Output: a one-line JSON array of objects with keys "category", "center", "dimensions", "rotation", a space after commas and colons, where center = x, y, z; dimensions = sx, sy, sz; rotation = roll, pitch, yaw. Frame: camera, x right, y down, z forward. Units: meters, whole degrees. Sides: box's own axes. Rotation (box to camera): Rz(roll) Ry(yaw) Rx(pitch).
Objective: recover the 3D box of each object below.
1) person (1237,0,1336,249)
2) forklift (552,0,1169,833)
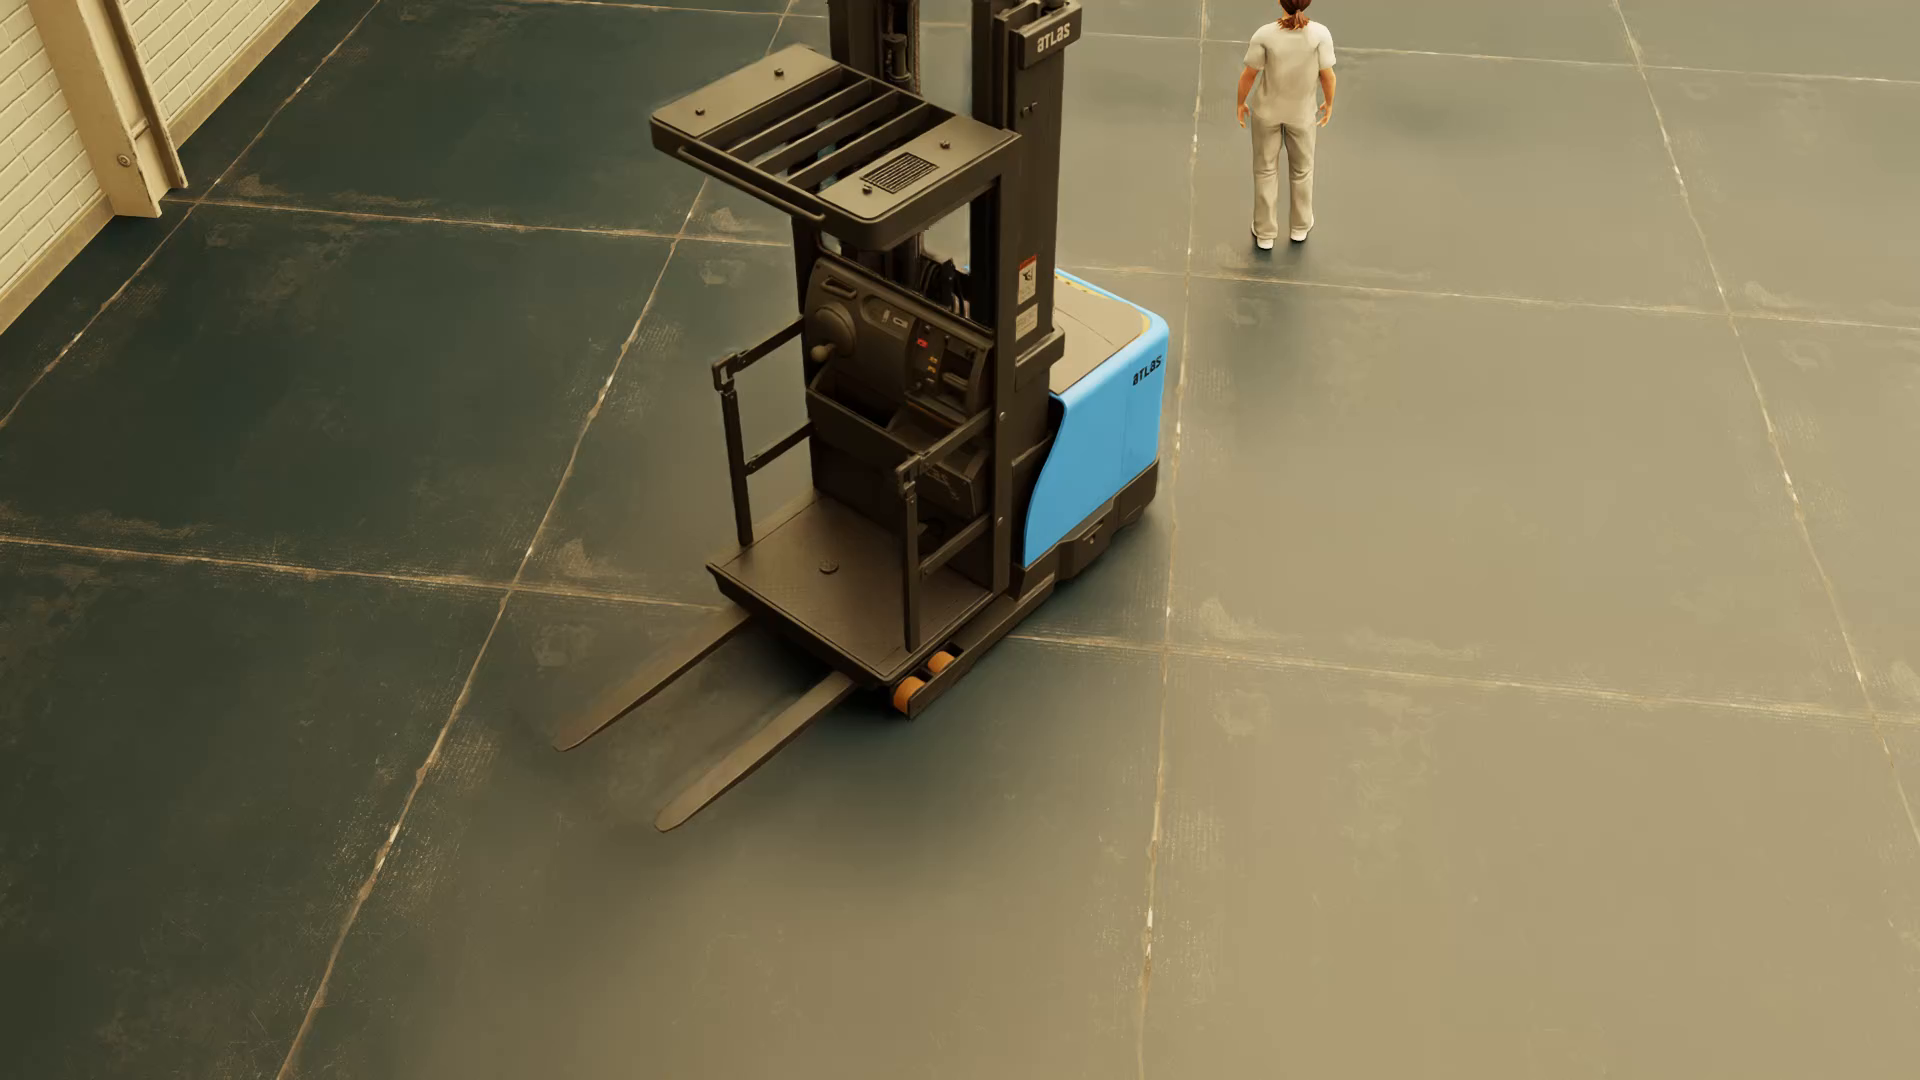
[{"category": "person", "center": [1.810, -2.402, 9.256], "dimensions": [0.550, 1.674, 0.549], "rotation": [6, 43, 6]}, {"category": "forklift", "center": [-0.399, -0.722, 6.510], "dimensions": [1.130, 2.935, 3.031], "rotation": [30, 51, 29]}]
